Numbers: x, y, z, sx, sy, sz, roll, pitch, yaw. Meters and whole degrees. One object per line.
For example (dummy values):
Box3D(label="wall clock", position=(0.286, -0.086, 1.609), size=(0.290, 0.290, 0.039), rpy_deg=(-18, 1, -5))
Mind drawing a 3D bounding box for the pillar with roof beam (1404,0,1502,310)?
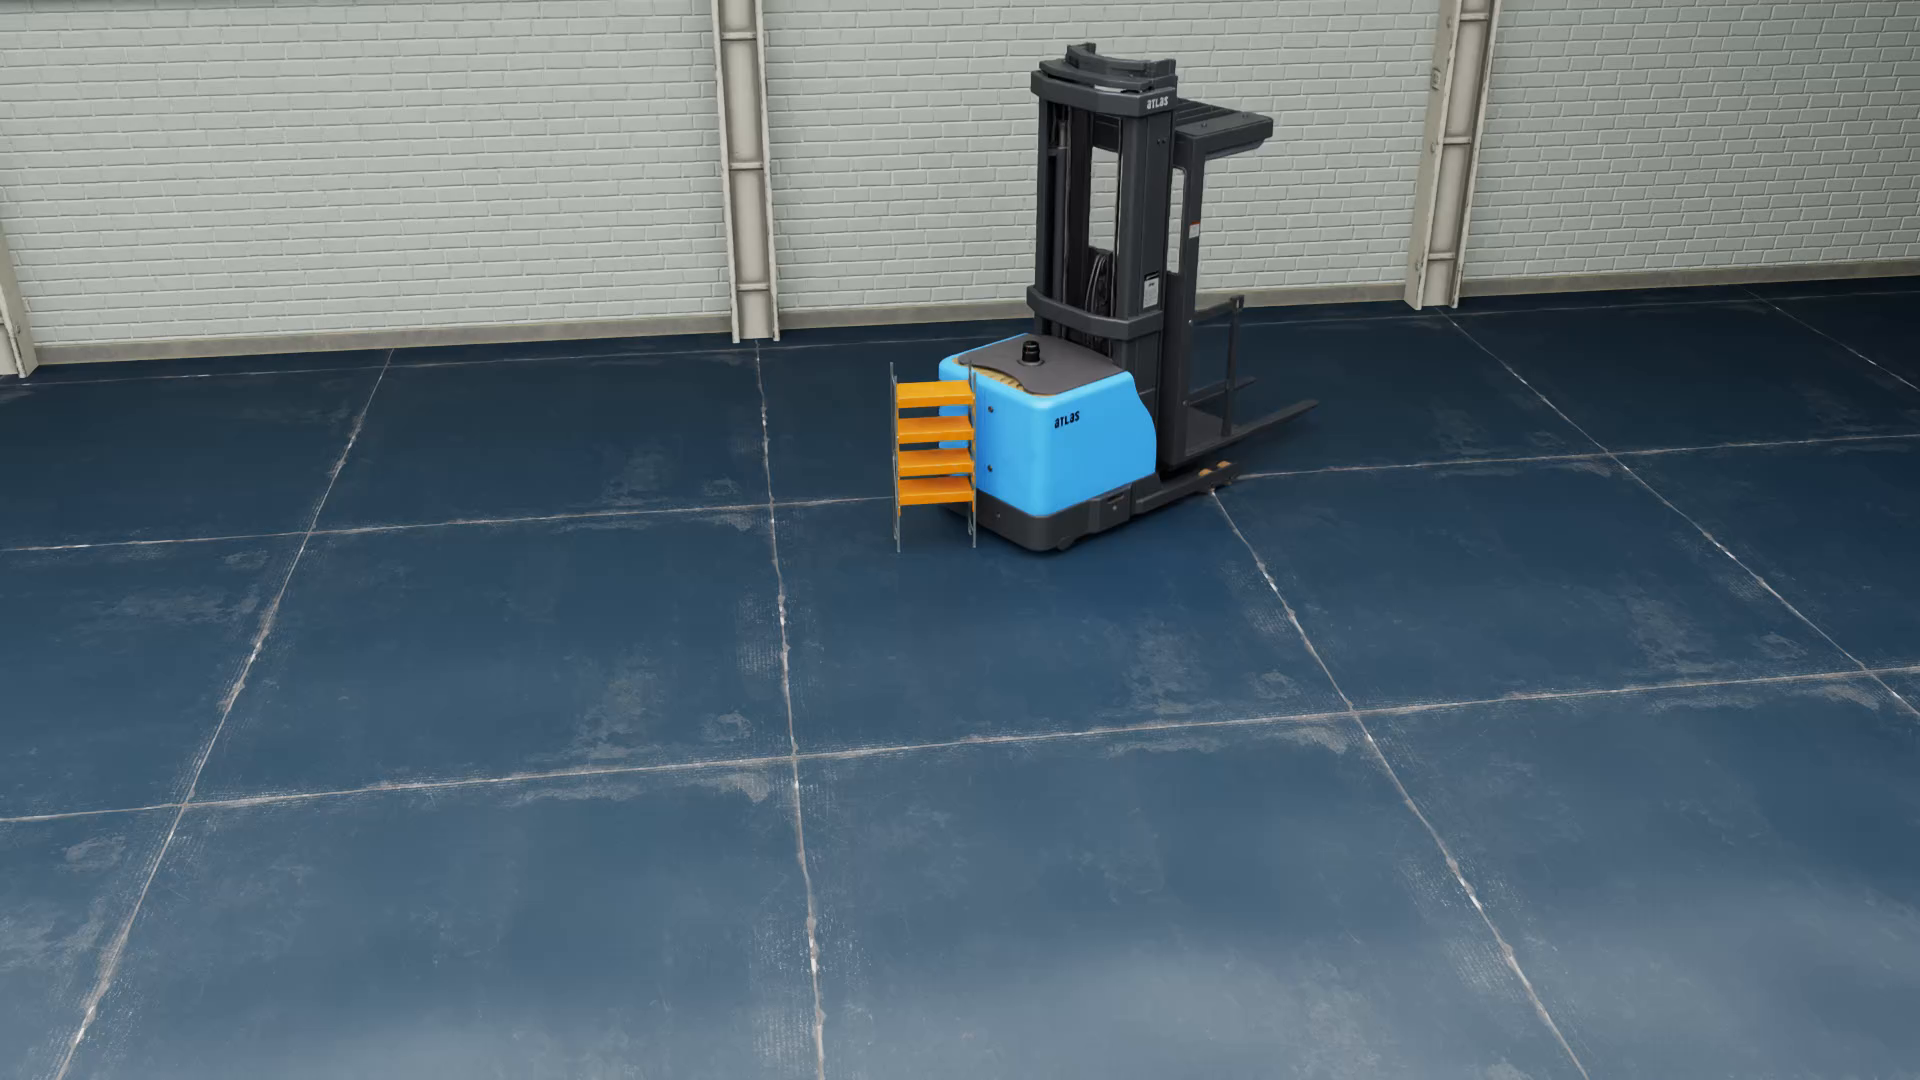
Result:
Box3D(label="pillar with roof beam", position=(4.807, -4.178, 9.035), size=(0.400, 9.000, 9.100), rpy_deg=(-4, 27, -7))

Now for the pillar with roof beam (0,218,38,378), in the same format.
Box3D(label="pillar with roof beam", position=(-7.076, -3.415, 7.548), size=(0.400, 9.000, 9.100), rpy_deg=(-4, 27, -7))

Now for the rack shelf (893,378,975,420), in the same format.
Box3D(label="rack shelf", position=(-0.165, -0.873, 10.275), size=(0.480, 0.148, 0.258), rpy_deg=(-4, 27, -7))

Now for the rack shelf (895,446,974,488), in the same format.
Box3D(label="rack shelf", position=(-0.165, -0.463, 10.486), size=(0.480, 0.148, 0.258), rpy_deg=(-4, 27, -7))

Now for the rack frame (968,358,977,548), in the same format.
Box3D(label="rack frame", position=(0.077, -0.538, 10.485), size=(0.015, 1.200, 0.240), rpy_deg=(-4, 27, -7))

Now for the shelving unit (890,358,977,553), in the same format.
Box3D(label="shelving unit", position=(-0.165, -0.523, 10.455), size=(0.503, 1.200, 0.258), rpy_deg=(-4, 27, -7))

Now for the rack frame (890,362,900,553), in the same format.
Box3D(label="rack frame", position=(-0.406, -0.508, 10.425), size=(0.015, 1.200, 0.240), rpy_deg=(-4, 27, -7))

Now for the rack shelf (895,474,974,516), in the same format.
Box3D(label="rack shelf", position=(-0.165, -0.286, 10.576), size=(0.480, 0.148, 0.258), rpy_deg=(-4, 27, -7))

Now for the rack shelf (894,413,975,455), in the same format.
Box3D(label="rack shelf", position=(-0.165, -0.662, 10.383), size=(0.480, 0.148, 0.258), rpy_deg=(-4, 27, -7))

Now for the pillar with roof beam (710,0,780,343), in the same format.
Box3D(label="pillar with roof beam", position=(-1.135, -3.796, 8.291), size=(0.400, 9.000, 9.100), rpy_deg=(-4, 27, -7))

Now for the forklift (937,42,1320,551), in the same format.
Box3D(label="forklift", position=(1.291, -1.783, 11.015), size=(3.031, 2.935, 1.130), rpy_deg=(-22, 34, -36))
